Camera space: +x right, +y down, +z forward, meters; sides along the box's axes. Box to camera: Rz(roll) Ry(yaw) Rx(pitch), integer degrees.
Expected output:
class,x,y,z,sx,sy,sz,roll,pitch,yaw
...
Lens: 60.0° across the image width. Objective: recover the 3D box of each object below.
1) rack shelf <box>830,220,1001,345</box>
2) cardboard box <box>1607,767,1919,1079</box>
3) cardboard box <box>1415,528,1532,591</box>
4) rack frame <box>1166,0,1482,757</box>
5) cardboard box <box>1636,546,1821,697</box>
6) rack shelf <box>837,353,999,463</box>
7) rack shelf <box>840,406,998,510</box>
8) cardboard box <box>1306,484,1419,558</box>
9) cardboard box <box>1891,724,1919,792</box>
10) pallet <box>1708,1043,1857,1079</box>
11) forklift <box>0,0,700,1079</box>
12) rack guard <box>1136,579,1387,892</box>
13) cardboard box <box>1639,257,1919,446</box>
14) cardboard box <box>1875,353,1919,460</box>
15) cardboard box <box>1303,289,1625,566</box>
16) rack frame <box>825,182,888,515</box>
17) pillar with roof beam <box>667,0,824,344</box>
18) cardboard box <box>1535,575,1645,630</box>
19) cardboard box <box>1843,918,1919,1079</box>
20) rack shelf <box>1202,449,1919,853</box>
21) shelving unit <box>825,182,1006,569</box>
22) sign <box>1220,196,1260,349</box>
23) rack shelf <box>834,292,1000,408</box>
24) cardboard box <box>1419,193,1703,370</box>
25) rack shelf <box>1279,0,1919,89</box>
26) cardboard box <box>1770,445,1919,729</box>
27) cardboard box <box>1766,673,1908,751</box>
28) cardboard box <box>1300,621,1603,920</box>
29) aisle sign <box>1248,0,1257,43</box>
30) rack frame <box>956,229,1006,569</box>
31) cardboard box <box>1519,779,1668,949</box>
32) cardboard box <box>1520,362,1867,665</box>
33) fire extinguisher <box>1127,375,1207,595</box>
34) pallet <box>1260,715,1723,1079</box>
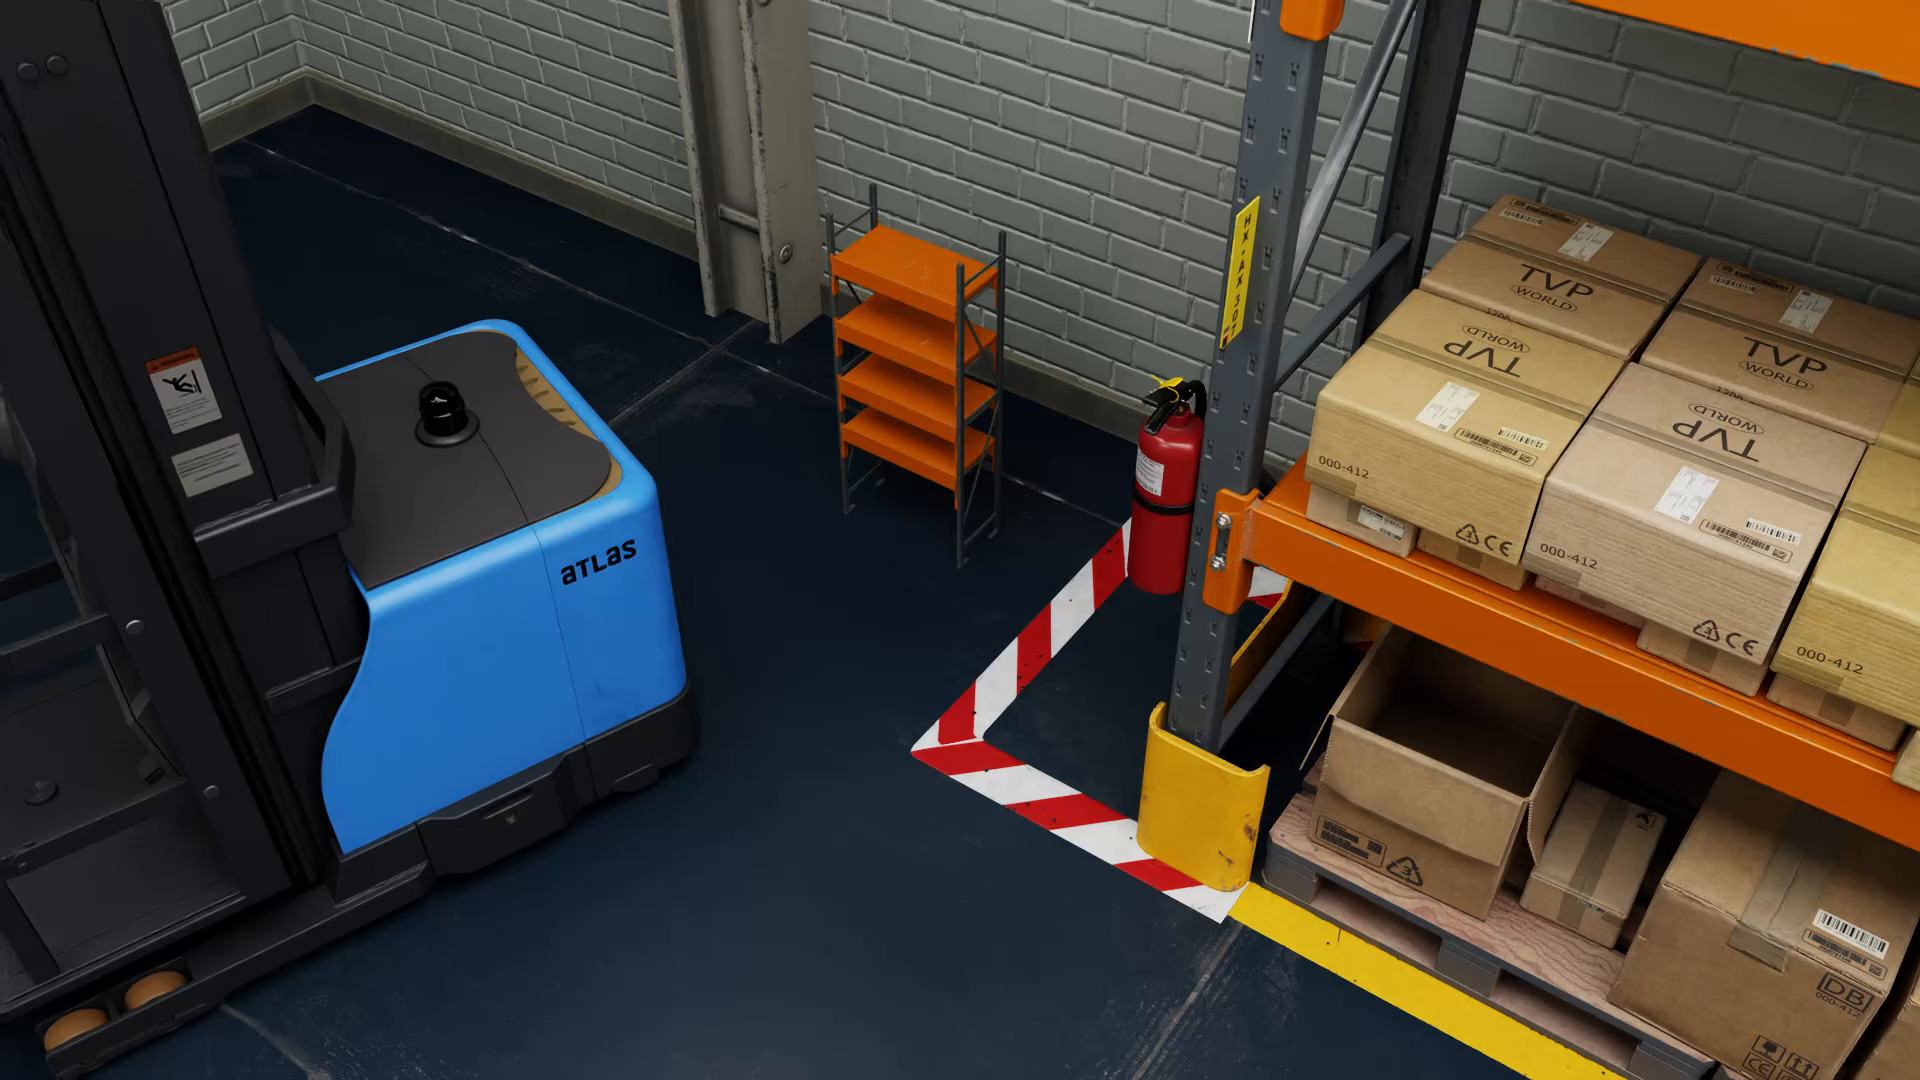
class,x,y,z,sx,sy,sz,roll,pitch,yaw
rack shelf,-0.136,-0.803,5.159,0.480,0.148,0.258,25,48,25
cardboard box,2.020,0.880,4.076,0.500,0.500,0.700,27,48,27
cardboard box,1.243,-0.088,3.787,0.250,0.149,0.380,26,48,26
rack frame,0.896,-0.529,4.092,0.127,3.000,1.000,25,48,25
cardboard box,1.650,0.124,3.550,0.250,0.149,0.380,27,48,27
rack shelf,-0.136,-0.460,5.466,0.480,0.148,0.258,25,48,25
rack shelf,-0.136,-0.312,5.598,0.480,0.148,0.258,25,48,25
cardboard box,1.008,-0.160,3.868,0.250,0.149,0.380,25,47,25
cardboard box,2.034,0.360,3.286,0.250,0.149,0.380,24,47,24
pallet,2.606,1.311,4.126,1.213,0.211,1.003,25,48,25
forklift,-2.280,-0.141,3.709,3.031,2.935,1.130,-25,47,-25
rack guard,0.958,0.431,4.893,0.348,0.500,1.175,25,48,25
cardboard box,1.847,-0.355,3.786,0.500,0.250,0.500,25,48,25
cardboard box,2.249,-0.163,3.572,0.500,0.250,0.500,27,48,27
cardboard box,1.113,-0.263,3.684,0.500,0.250,0.500,25,48,26
rack frame,-0.335,-0.604,5.525,0.015,1.200,0.240,25,48,25
pillar with roof beam,-3.266,-1.939,1.169,0.400,9.000,9.100,25,48,25
cardboard box,1.478,-0.006,3.696,0.250,0.149,0.380,24,47,25
cardboard box,2.396,1.137,3.789,0.500,0.500,0.500,26,48,26
rack shelf,2.534,0.505,3.476,4.000,0.370,1.077,25,48,25
shelving unit,-0.136,-0.510,5.421,0.503,1.200,0.258,25,48,25
sign,0.585,-0.556,3.472,0.005,0.325,0.100,25,48,25
rack shelf,-0.136,-0.627,5.316,0.480,0.148,0.258,25,48,25
cardboard box,1.425,-0.553,4.008,0.500,0.250,0.500,26,48,26
rack shelf,2.534,-0.613,2.476,4.000,0.370,1.077,25,48,25
cardboard box,1.943,0.122,3.254,0.500,0.250,0.500,24,47,25
cardboard box,1.870,0.223,3.440,0.250,0.149,0.380,26,48,26
cardboard box,1.343,0.531,4.465,0.637,0.503,0.797,23,47,24
aisle sign,0.672,-1.364,3.075,0.004,0.787,0.394,25,48,25
rack frame,0.064,-0.417,5.316,0.015,1.200,0.240,25,48,25
cardboard box,1.668,0.847,4.377,0.250,0.149,0.380,23,47,24
cardboard box,1.526,-0.070,3.469,0.500,0.250,0.500,26,48,26
fire extinguisher,0.510,-0.165,4.023,0.183,0.674,0.296,25,48,25
pallet,1.612,0.844,4.649,1.213,0.211,1.003,25,48,25
